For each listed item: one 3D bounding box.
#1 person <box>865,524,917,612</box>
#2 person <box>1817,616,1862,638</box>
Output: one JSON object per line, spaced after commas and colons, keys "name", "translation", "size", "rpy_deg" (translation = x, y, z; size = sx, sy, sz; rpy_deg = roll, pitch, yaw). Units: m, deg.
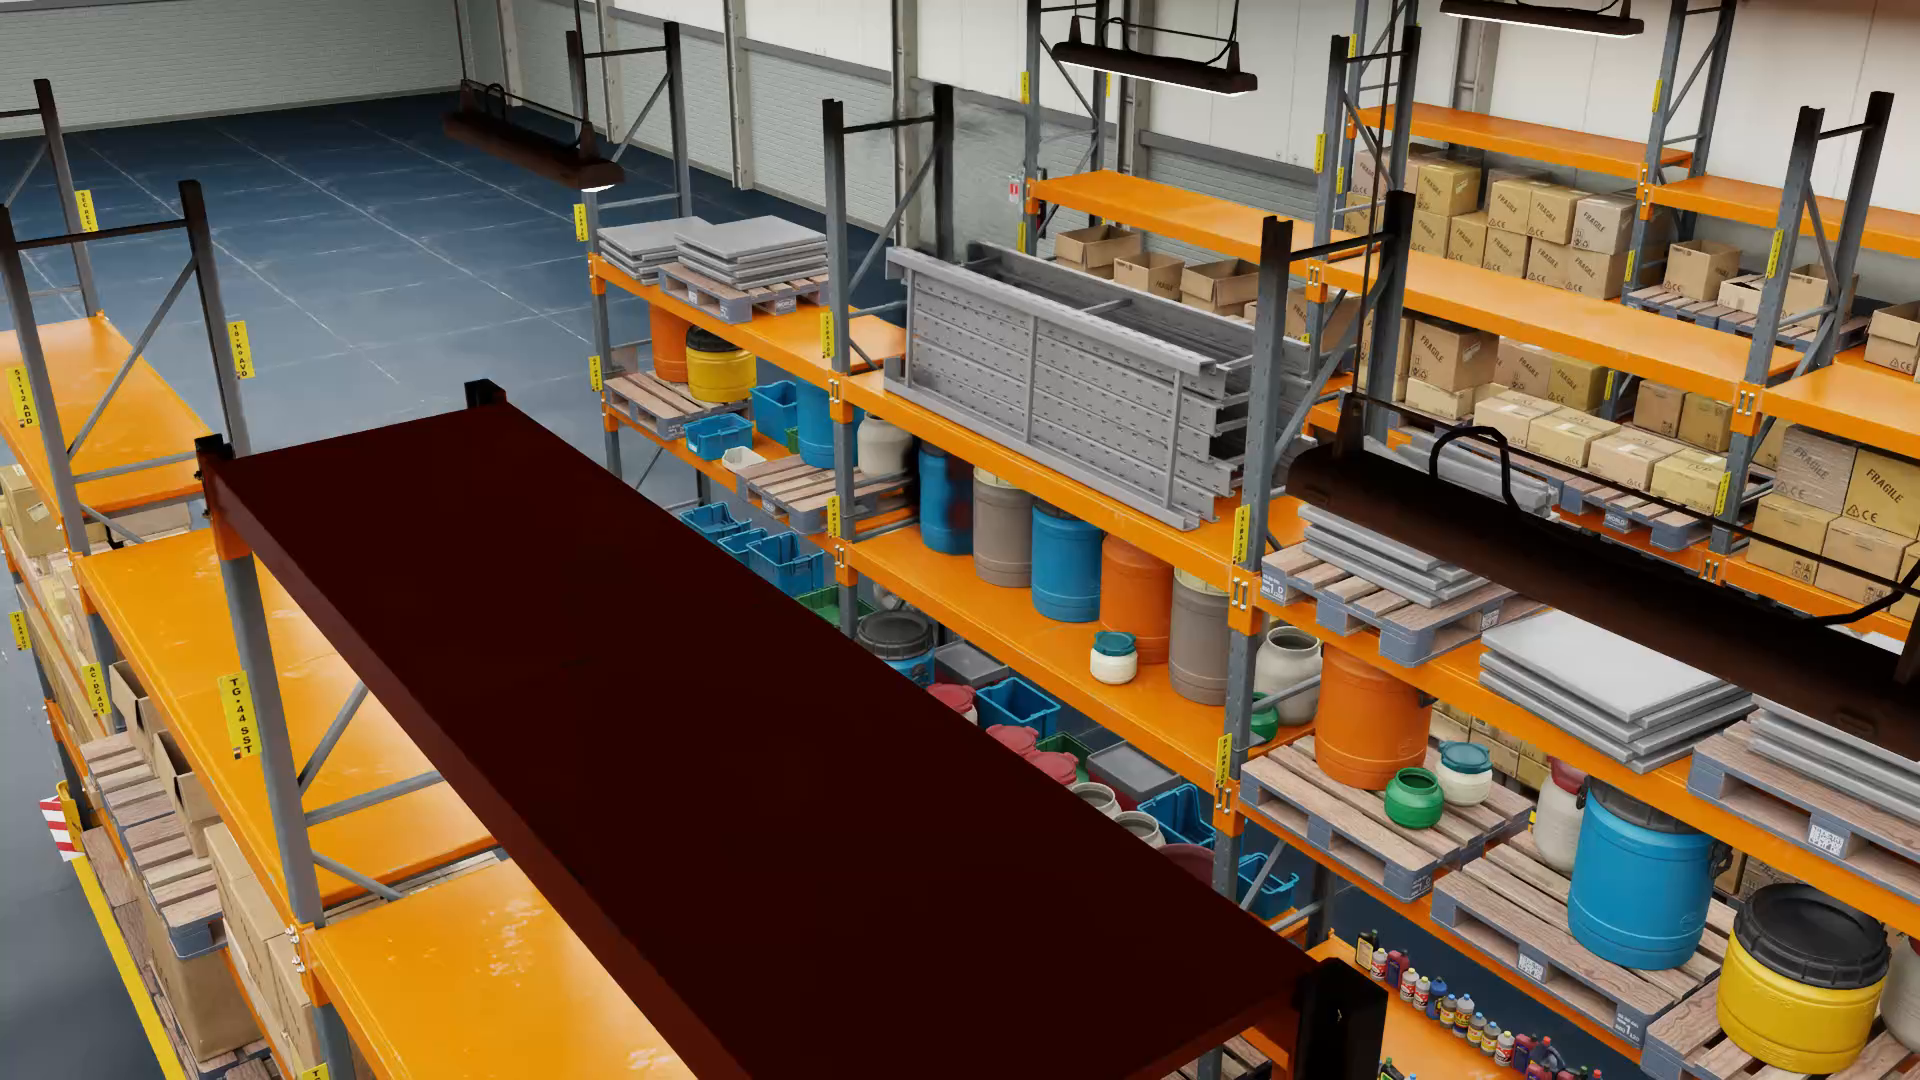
{"name": "person", "translation": [-0.724, 0.196, 16.623], "size": [0.536, 1.622, 0.581], "rpy_deg": [10, 27, 21]}
{"name": "person", "translation": [7.210, 1.233, 14.186], "size": [0.630, 1.843, 0.736], "rpy_deg": [-18, 31, -34]}
